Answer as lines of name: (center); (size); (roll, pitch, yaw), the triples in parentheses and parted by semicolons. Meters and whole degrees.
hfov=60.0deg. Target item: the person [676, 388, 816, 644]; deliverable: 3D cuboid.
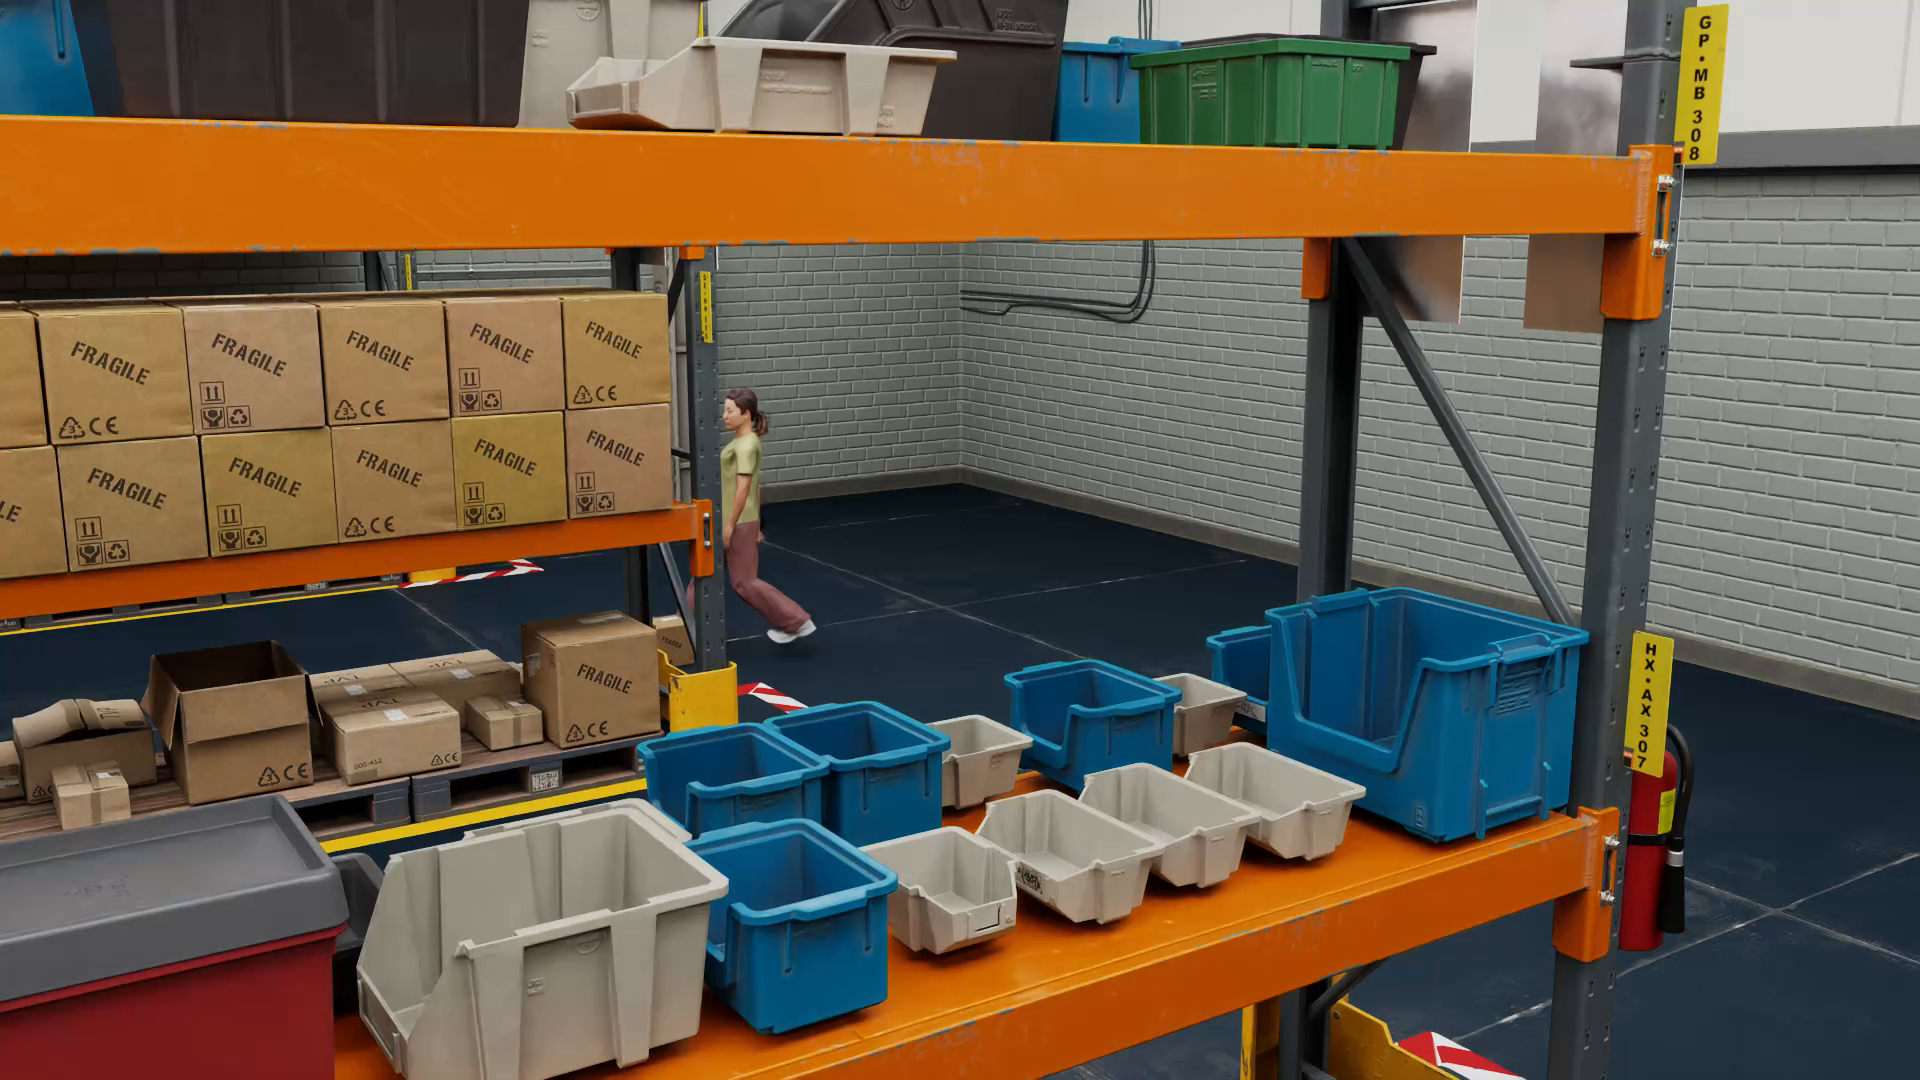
person: (-1.409, -0.114, 10.120); (1.028, 1.617, 0.459); (-2, 12, -9)
